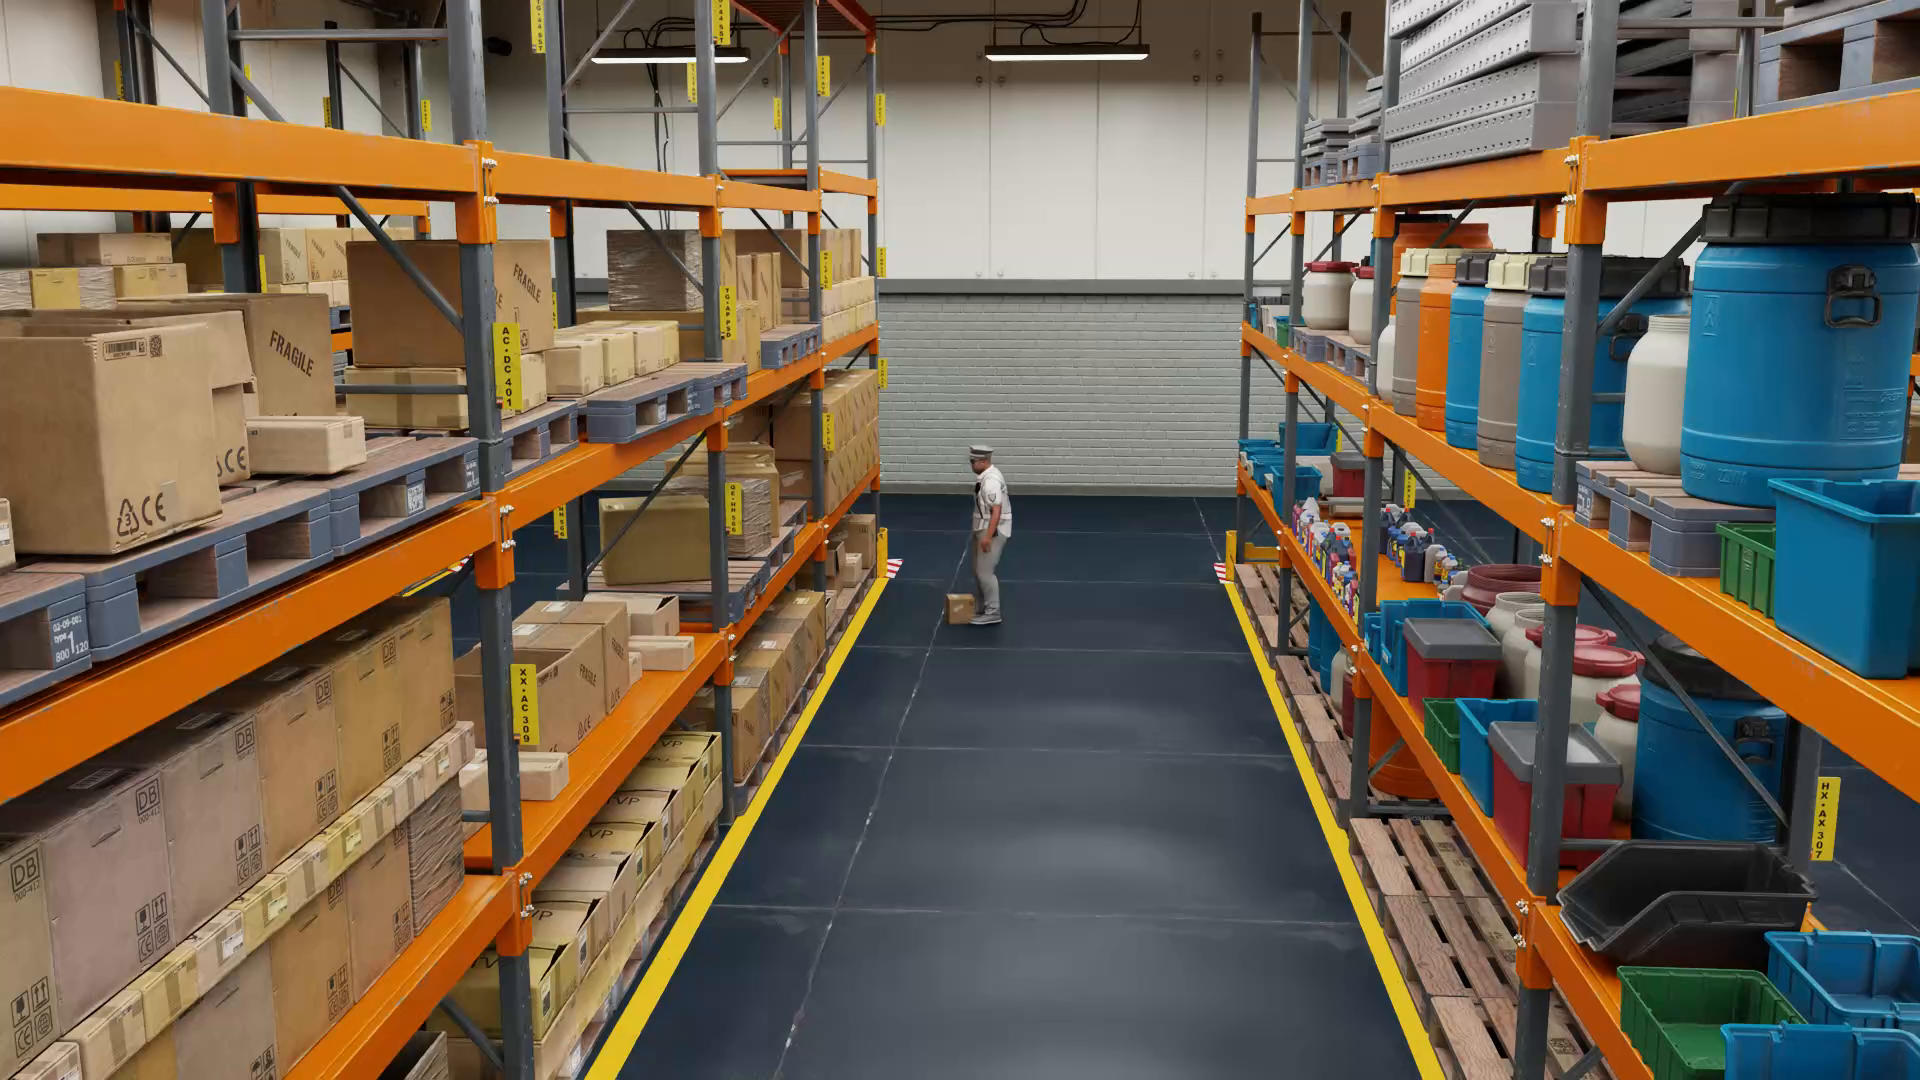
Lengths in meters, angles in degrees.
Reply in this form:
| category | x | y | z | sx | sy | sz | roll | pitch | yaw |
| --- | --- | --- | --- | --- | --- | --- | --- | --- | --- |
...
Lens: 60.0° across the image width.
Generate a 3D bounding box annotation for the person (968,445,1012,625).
| category | x | y | z | sx | sy | sz | roll | pitch | yaw |
| --- | --- | --- | --- | --- | --- | --- | --- | --- | --- |
| person | 0.279 | -0.065 | 16.251 | 0.434 | 1.748 | 0.580 | -1 | 11 | -8 |
